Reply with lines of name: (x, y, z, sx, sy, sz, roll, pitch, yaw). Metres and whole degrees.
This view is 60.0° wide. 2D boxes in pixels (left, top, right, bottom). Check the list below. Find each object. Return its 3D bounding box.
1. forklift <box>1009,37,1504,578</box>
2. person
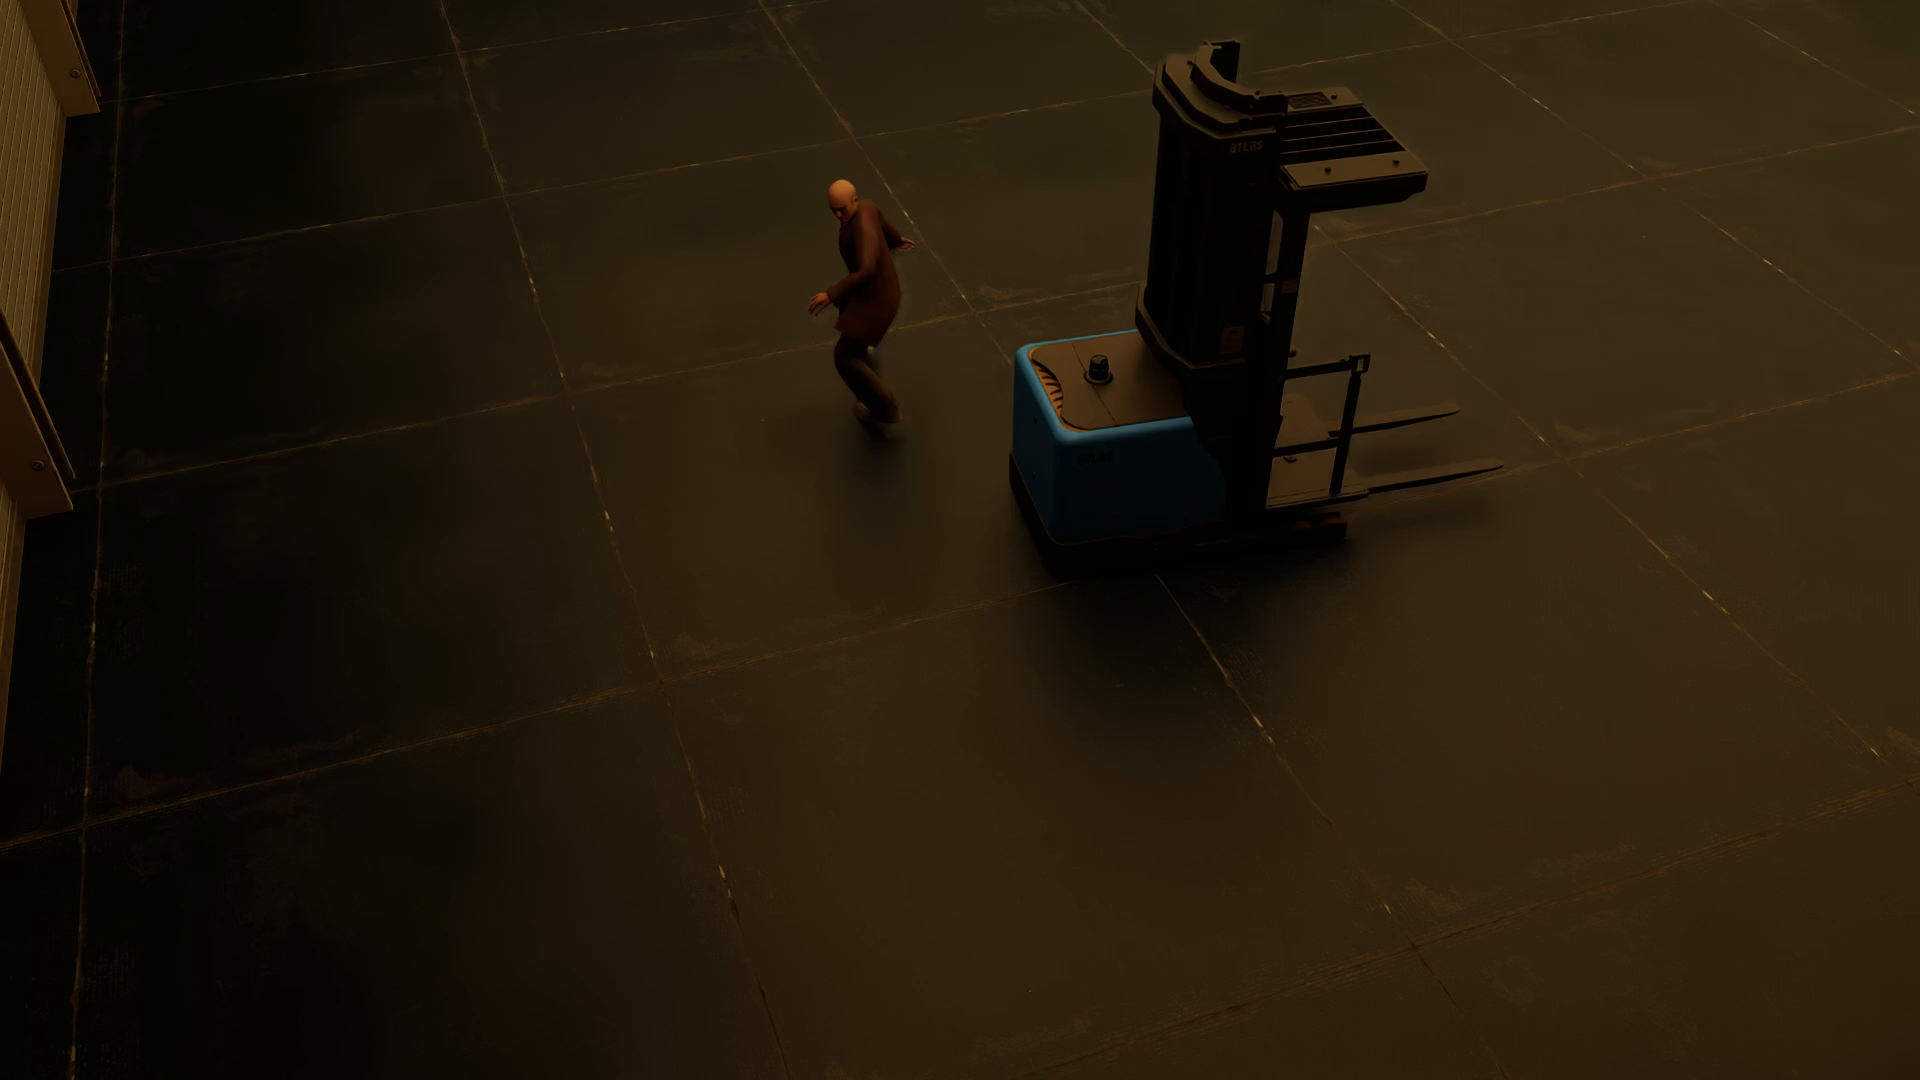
forklift: (1.890, -1.400, 9.663, 3.031, 2.935, 1.130, -9, 41, -11)
person: (-0.633, -1.620, 11.051, 0.602, 1.739, 1.144, 3, 40, 3)
